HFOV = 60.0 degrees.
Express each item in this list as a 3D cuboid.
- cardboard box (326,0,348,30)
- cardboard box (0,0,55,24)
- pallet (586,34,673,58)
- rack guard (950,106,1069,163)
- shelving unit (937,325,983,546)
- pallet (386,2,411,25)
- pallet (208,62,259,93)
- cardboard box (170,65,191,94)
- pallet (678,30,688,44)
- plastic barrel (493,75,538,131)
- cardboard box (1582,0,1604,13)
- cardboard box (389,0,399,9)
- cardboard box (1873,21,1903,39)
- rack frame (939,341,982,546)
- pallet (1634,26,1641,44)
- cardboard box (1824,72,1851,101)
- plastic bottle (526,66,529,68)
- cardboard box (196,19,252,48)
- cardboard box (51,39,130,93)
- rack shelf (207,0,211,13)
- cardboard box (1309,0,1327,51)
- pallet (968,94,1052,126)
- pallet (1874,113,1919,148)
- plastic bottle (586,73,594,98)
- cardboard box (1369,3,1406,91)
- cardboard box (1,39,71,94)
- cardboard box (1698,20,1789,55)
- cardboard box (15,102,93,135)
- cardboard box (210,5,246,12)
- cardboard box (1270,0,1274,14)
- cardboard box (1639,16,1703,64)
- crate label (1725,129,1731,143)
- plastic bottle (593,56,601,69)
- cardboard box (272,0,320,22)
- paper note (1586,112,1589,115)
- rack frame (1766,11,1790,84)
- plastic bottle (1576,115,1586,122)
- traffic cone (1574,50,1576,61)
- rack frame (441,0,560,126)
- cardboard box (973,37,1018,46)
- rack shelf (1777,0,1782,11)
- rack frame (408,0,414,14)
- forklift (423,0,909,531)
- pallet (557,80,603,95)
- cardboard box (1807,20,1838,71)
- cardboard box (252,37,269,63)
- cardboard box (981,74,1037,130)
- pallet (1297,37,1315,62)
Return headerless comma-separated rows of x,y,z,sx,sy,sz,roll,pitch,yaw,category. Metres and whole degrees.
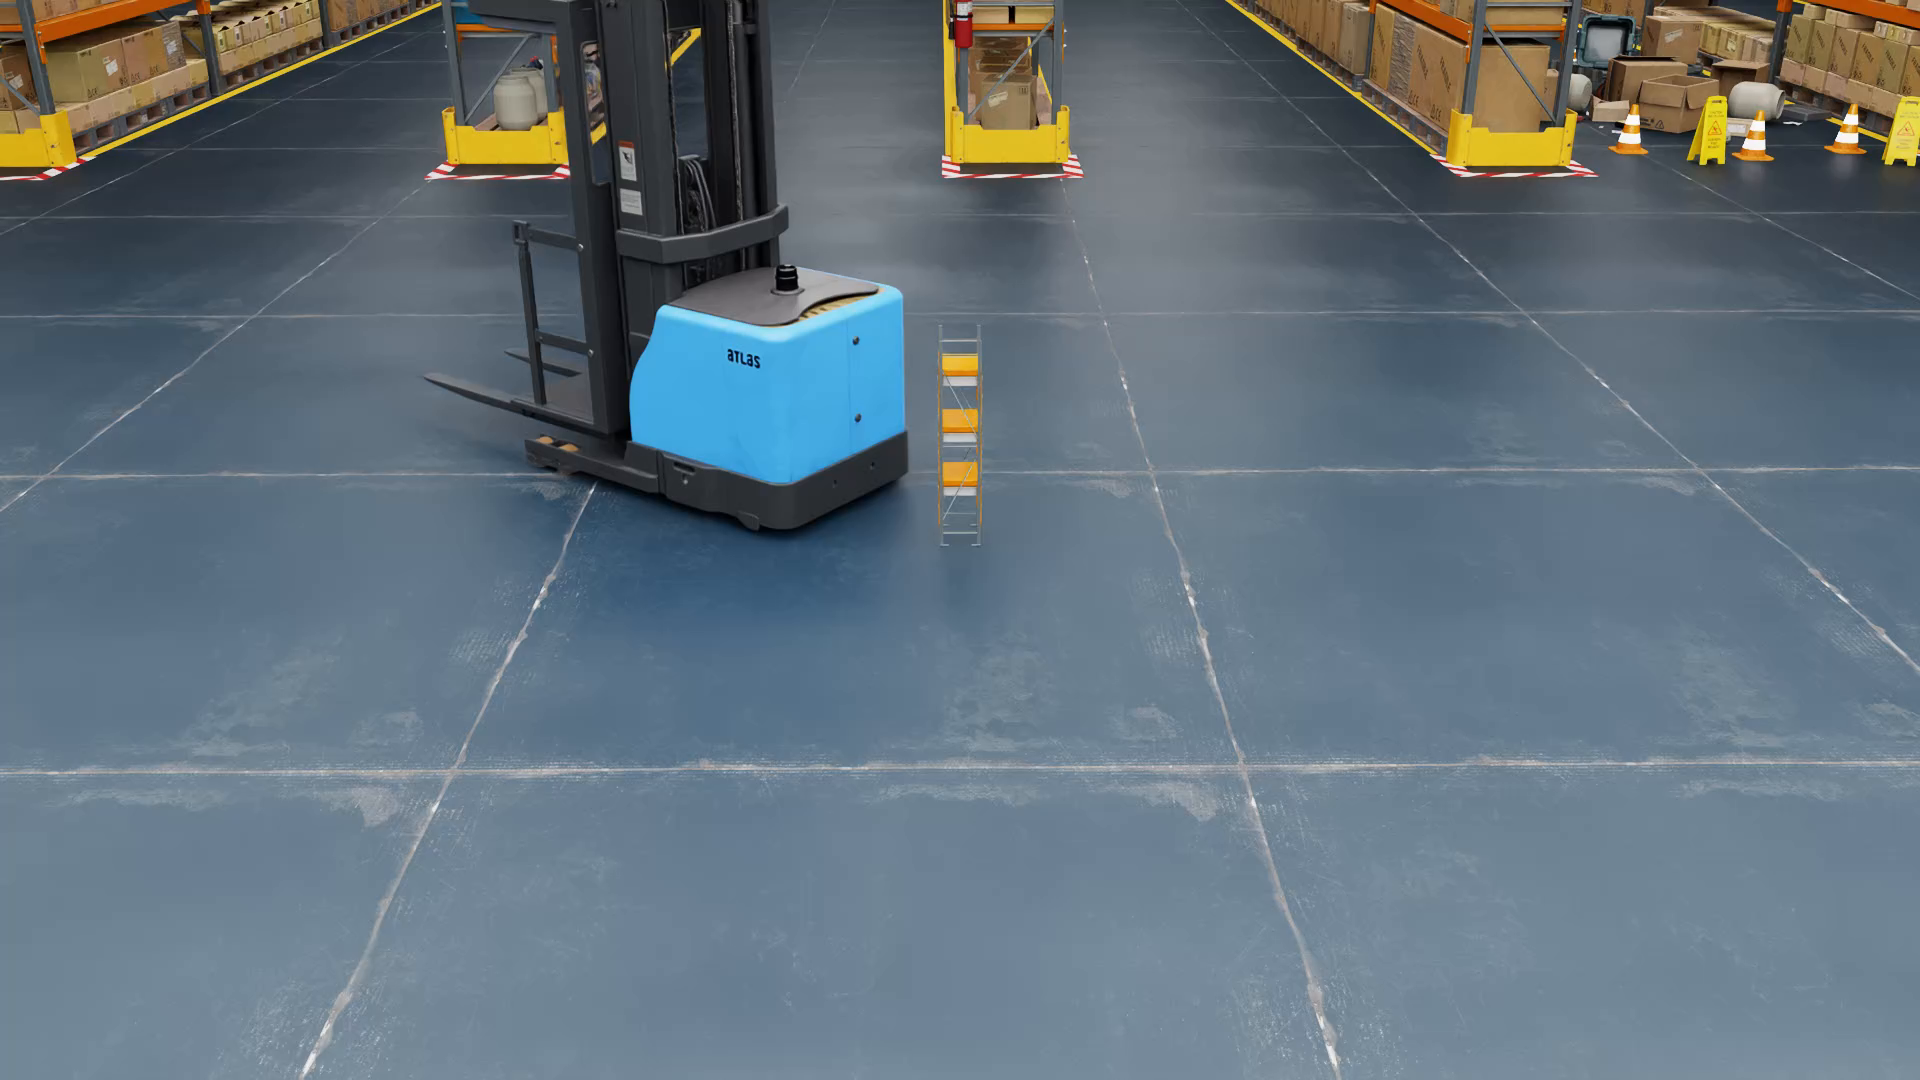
-9.219,-7.663,24.052,0.500,0.500,0.500,1,24,2,cardboard box
-9.405,-5.354,16.326,0.700,0.500,0.500,0,24,-1,cardboard box
-4.577,-6.843,23.124,1.003,0.211,1.213,0,24,-1,pallet
0.492,-4.051,16.600,1.175,0.500,0.348,0,24,-1,rack guard
-0.001,-0.500,8.082,0.215,1.050,0.252,0,24,-1,shelving unit
-9.497,-8.455,26.688,1.003,0.211,1.213,0,24,-1,pallet
-9.503,-5.797,20.811,1.003,0.211,1.213,0,24,-1,pallet
-9.237,-5.306,19.170,0.500,0.250,0.500,0,24,-1,cardboard box
-4.597,-7.487,24.548,1.003,0.211,1.213,0,24,-1,pallet
-4.543,-4.465,16.992,0.421,0.512,0.421,0,24,0,plastic barrel
10.376,-8.744,26.012,0.875,0.875,0.875,0,24,1,cardboard box
-9.255,-8.716,26.381,0.500,0.500,0.500,0,24,0,cardboard box
10.061,-5.471,17.837,0.380,0.149,0.250,1,24,2,cardboard box
0.001,-0.450,7.971,0.200,1.050,0.008,0,24,-1,rack frame
10.382,-7.554,24.697,1.003,0.211,1.213,0,24,-1,pallet
10.121,-5.107,18.729,0.500,0.250,0.500,-1,24,-1,cardboard box
-4.947,-5.267,19.018,0.061,0.283,0.133,1,24,2,plastic bottle
-9.212,-6.336,20.765,0.500,0.311,0.500,-1,24,-1,cardboard box
-9.222,-5.030,17.648,0.500,0.500,0.500,0,24,-1,cardboard box
-9.478,-7.260,21.536,1.077,0.370,4.000,0,24,-1,rack shelf
5.296,-6.991,22.287,1.050,0.750,0.750,0,24,0,cardboard box
0.508,-4.756,18.509,1.003,0.211,1.213,0,24,-1,pallet
10.428,-4.299,17.499,1.003,0.211,1.213,0,24,-1,pallet
-4.175,-5.108,18.682,0.097,0.271,0.097,0,24,0,plastic bottle
5.347,-5.751,19.395,0.875,0.875,0.875,0,24,0,cardboard box
-9.742,-5.028,17.643,0.500,0.500,0.500,0,24,-1,cardboard box
10.330,-6.644,21.980,0.950,0.372,0.625,1,24,1,cardboard box
-9.196,-4.276,16.892,0.500,0.250,0.500,0,24,-1,cardboard box
-9.770,-6.963,22.151,0.500,0.311,0.500,-1,24,-2,cardboard box
5.092,-8.397,25.700,0.500,0.500,0.500,0,24,0,cardboard box
8.579,-6.037,20.073,0.500,0.500,0.500,0,24,-1,cardboard box
7.931,-4.249,17.478,0.250,0.136,0.298,-14,28,-28,crate label
-4.206,-5.435,19.308,0.144,0.351,0.185,-1,24,-3,plastic bottle
-9.248,-7.392,23.100,0.500,0.311,0.500,0,24,1,cardboard box
7.255,-4.880,19.012,0.172,0.023,0.155,8,26,18,paper note
10.359,-6.852,19.759,1.000,3.000,0.127,0,24,-1,rack frame
6.853,-4.713,18.597,0.283,0.061,0.133,-9,26,-19,plastic bottle
7.942,-6.315,21.652,0.336,0.463,0.334,0,24,-1,traffic cone
-4.460,-5.136,15.967,1.000,3.000,0.127,0,24,-1,rack frame
0.414,-5.694,19.724,0.500,0.500,0.500,-1,24,-2,cardboard box
10.337,-7.348,21.729,1.077,0.370,4.000,0,24,-1,rack shelf
-9.544,-10.060,26.854,1.000,3.000,0.127,0,24,-1,rack frame
-1.765,-1.845,8.773,3.031,2.935,1.130,17,29,32,forklift
-4.538,-5.237,19.574,1.003,0.211,1.213,0,24,-1,pallet
10.113,-5.667,19.057,0.500,0.500,0.500,1,24,2,cardboard box
-9.226,-6.294,21.353,0.500,0.250,0.500,-1,24,-2,cardboard box
0.503,-4.469,17.014,0.500,0.500,0.500,4,25,9,cardboard box
5.300,-6.840,23.118,1.003,0.211,1.213,0,24,-1,pallet
